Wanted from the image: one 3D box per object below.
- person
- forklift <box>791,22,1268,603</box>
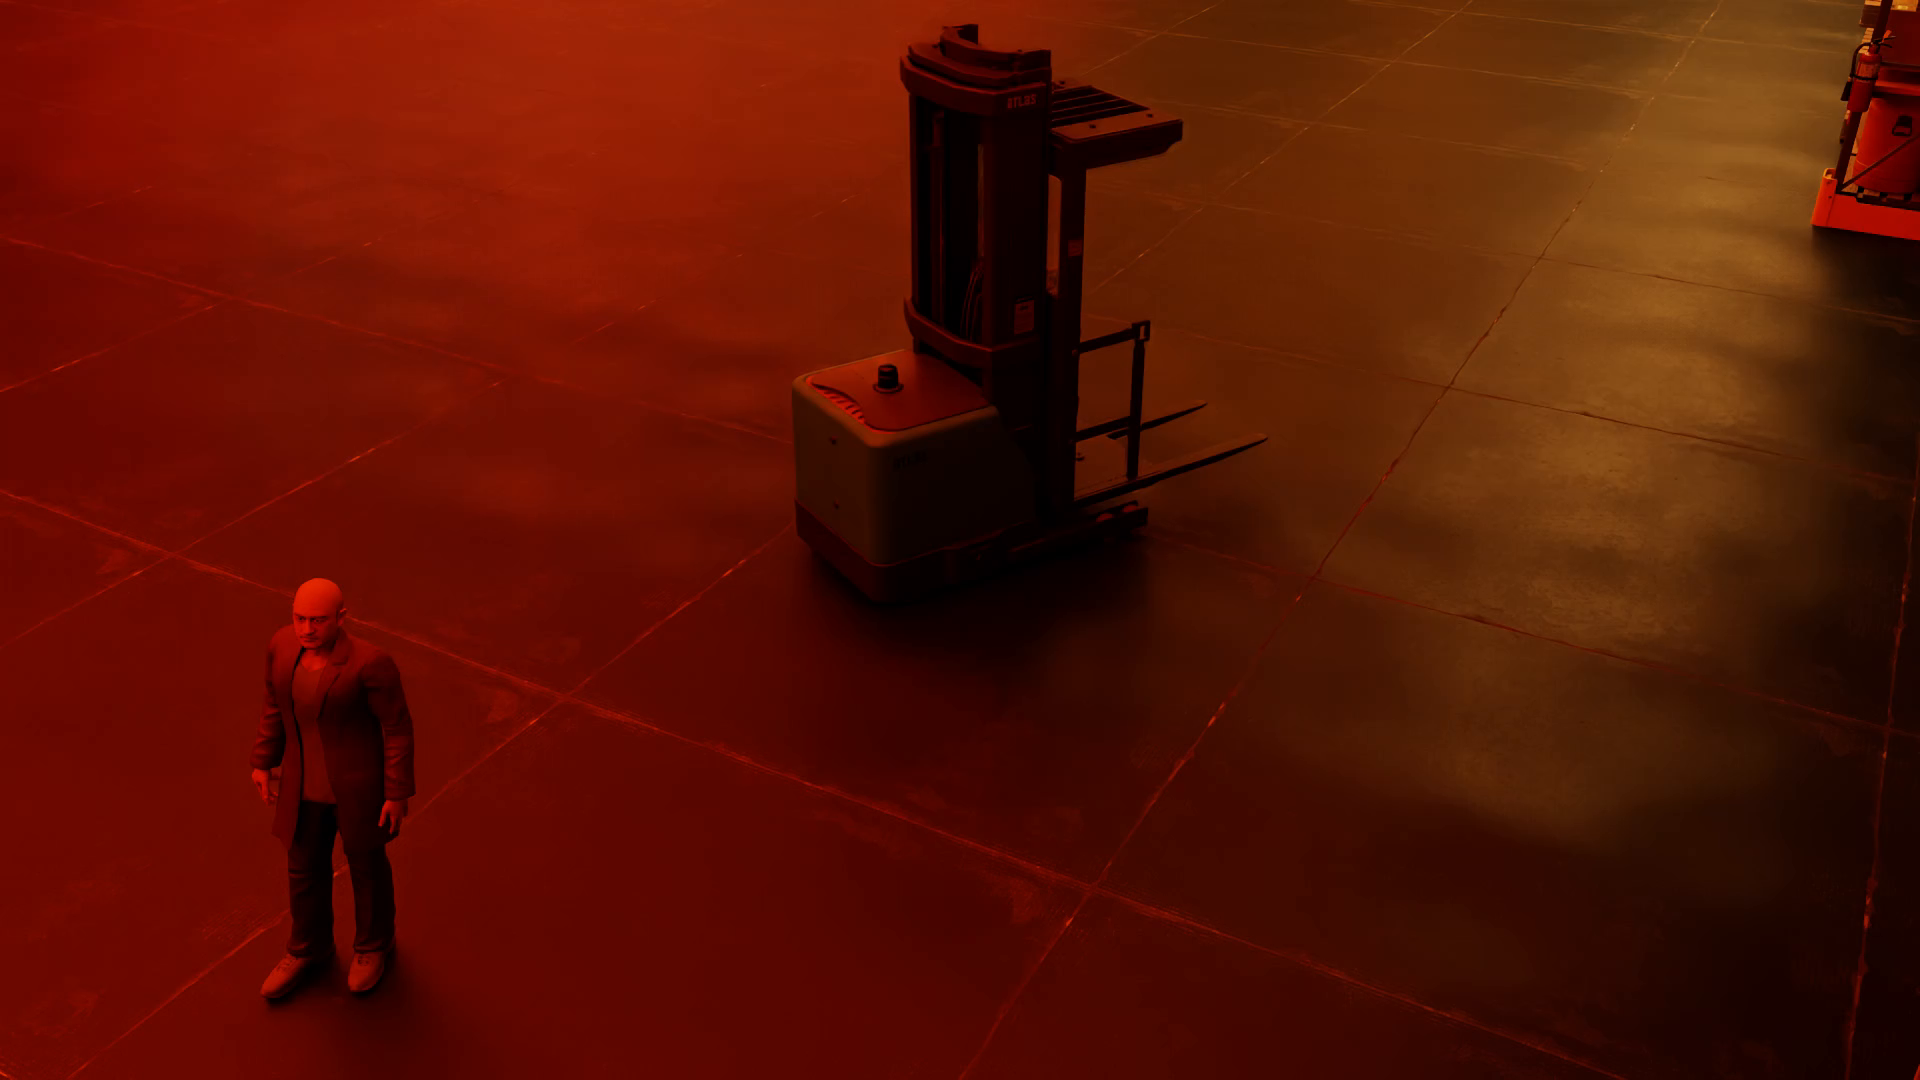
[{"bbox_3d":[-2.473,1.000,6.477,0.698,1.778,0.580,7,31,12],"label":"person"},{"bbox_3d":[0.536,-1.467,9.612,3.031,2.935,1.130,-18,35,-28],"label":"forklift"}]
